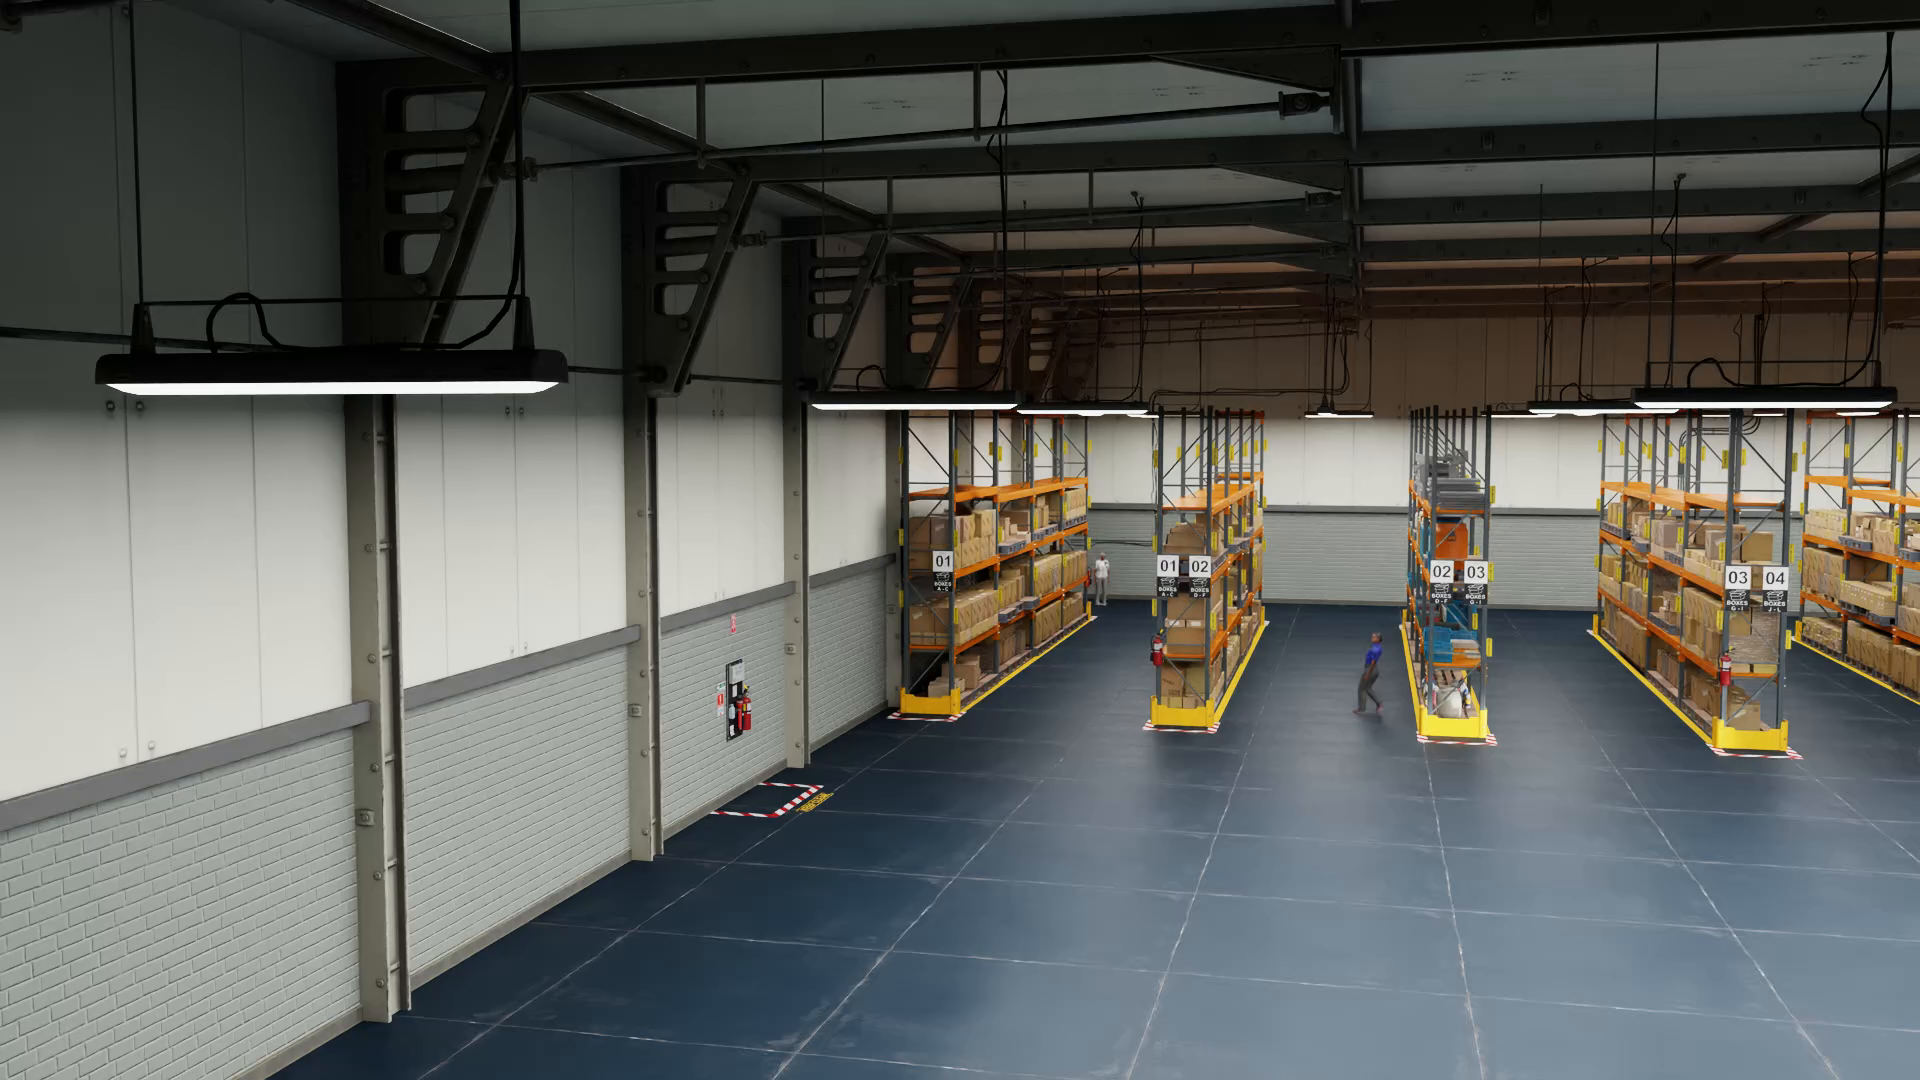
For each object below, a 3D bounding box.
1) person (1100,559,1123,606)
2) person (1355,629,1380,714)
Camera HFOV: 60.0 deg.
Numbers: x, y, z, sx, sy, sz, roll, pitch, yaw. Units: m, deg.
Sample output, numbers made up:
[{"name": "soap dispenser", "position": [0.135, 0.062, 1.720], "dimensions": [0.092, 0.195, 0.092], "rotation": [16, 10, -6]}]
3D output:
[{"name": "person", "position": [4.716, 1.299, 51.389], "dimensions": [0.517, 1.496, 0.793], "rotation": [-2, 4, -24]}, {"name": "person", "position": [7.963, 2.598, 32.451], "dimensions": [0.502, 1.715, 0.513], "rotation": [0, 4, 0]}]
